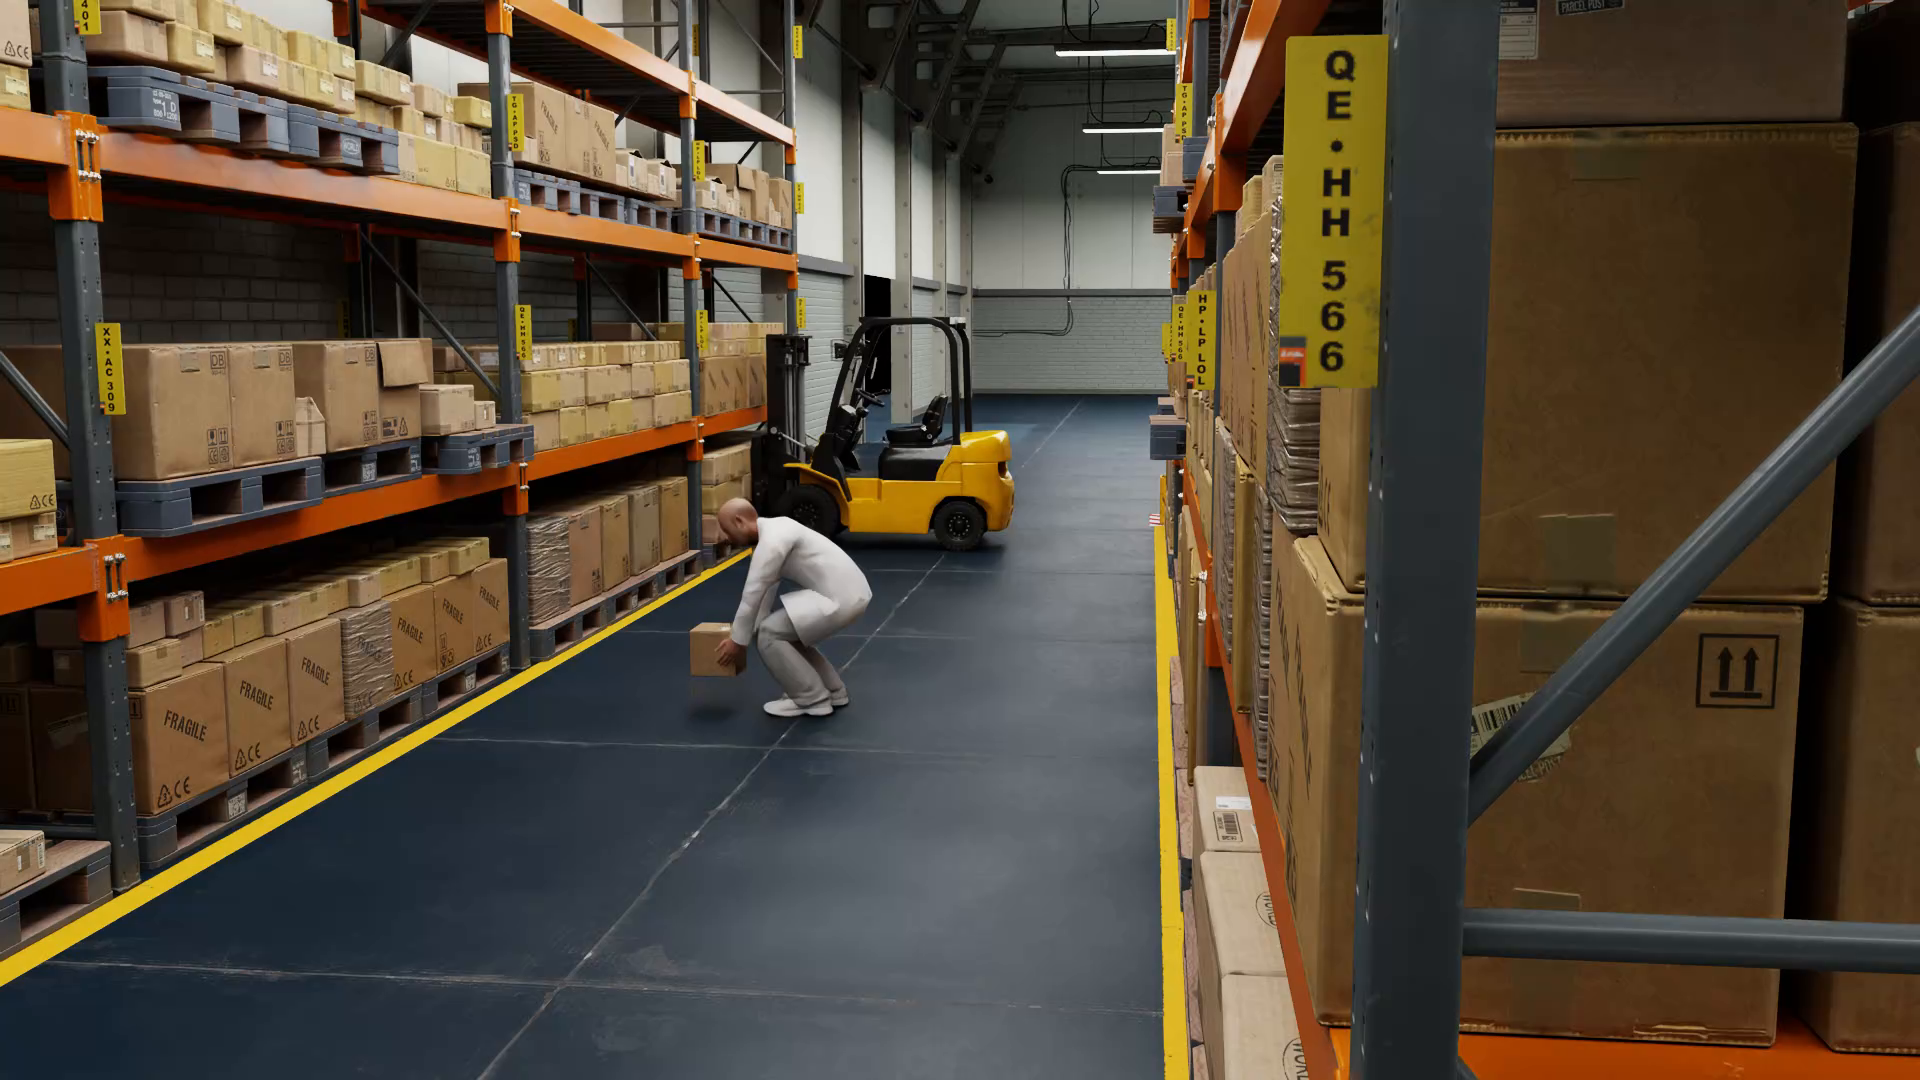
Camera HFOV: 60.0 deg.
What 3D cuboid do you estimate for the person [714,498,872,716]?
[{"bbox_3d":[-0.899,0.403,9.004,0.835,1.069,0.623,1,7,6],"label":"person"}]
